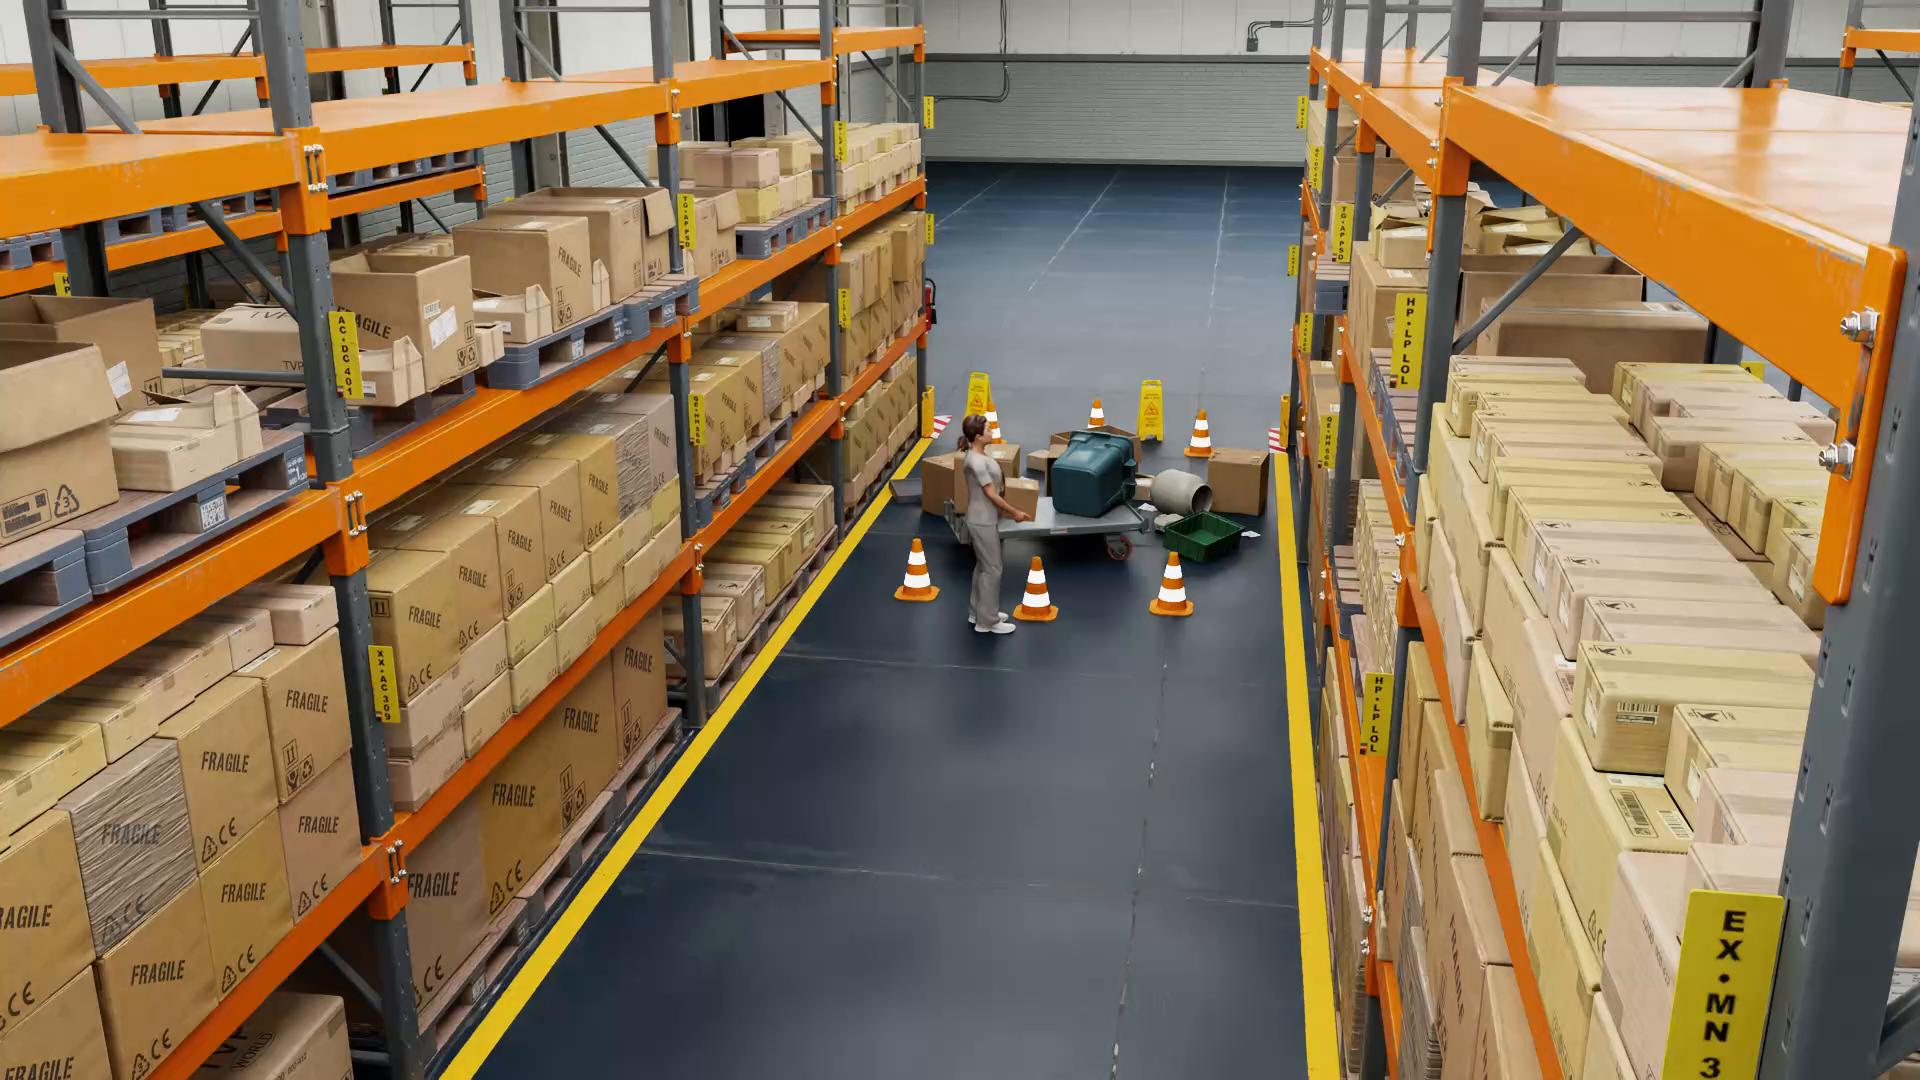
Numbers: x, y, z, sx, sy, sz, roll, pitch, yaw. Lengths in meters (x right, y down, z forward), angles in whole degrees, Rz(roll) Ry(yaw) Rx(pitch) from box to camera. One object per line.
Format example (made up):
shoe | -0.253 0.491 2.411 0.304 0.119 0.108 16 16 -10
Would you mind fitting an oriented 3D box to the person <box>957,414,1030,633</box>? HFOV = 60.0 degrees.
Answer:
person | 0.248 -0.128 12.473 0.556 1.665 0.436 0 18 1
